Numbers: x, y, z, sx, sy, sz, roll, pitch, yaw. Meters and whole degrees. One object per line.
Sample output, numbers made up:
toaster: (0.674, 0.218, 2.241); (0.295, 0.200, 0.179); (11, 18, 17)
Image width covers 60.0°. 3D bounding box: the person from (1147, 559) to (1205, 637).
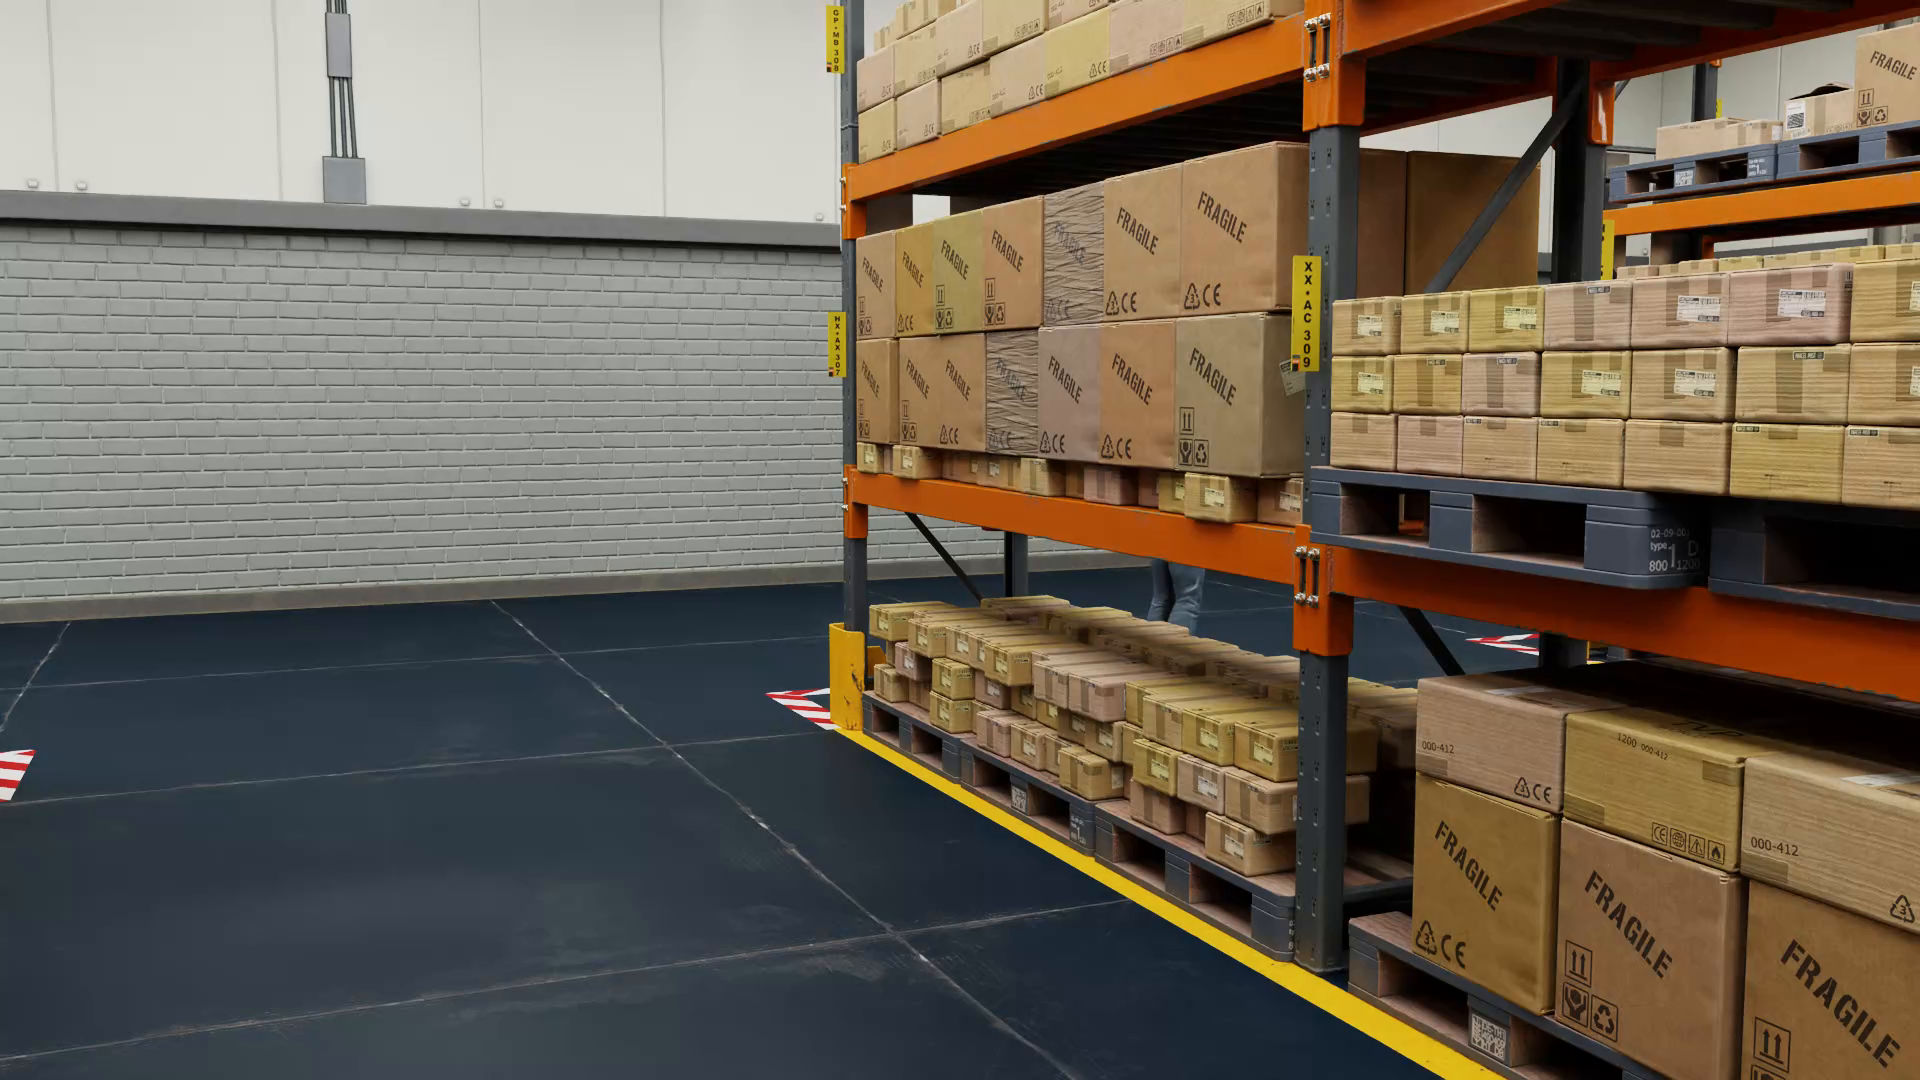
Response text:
person: (1.324, -0.051, 9.683); (0.573, 1.767, 0.521); (-2, 6, -24)
